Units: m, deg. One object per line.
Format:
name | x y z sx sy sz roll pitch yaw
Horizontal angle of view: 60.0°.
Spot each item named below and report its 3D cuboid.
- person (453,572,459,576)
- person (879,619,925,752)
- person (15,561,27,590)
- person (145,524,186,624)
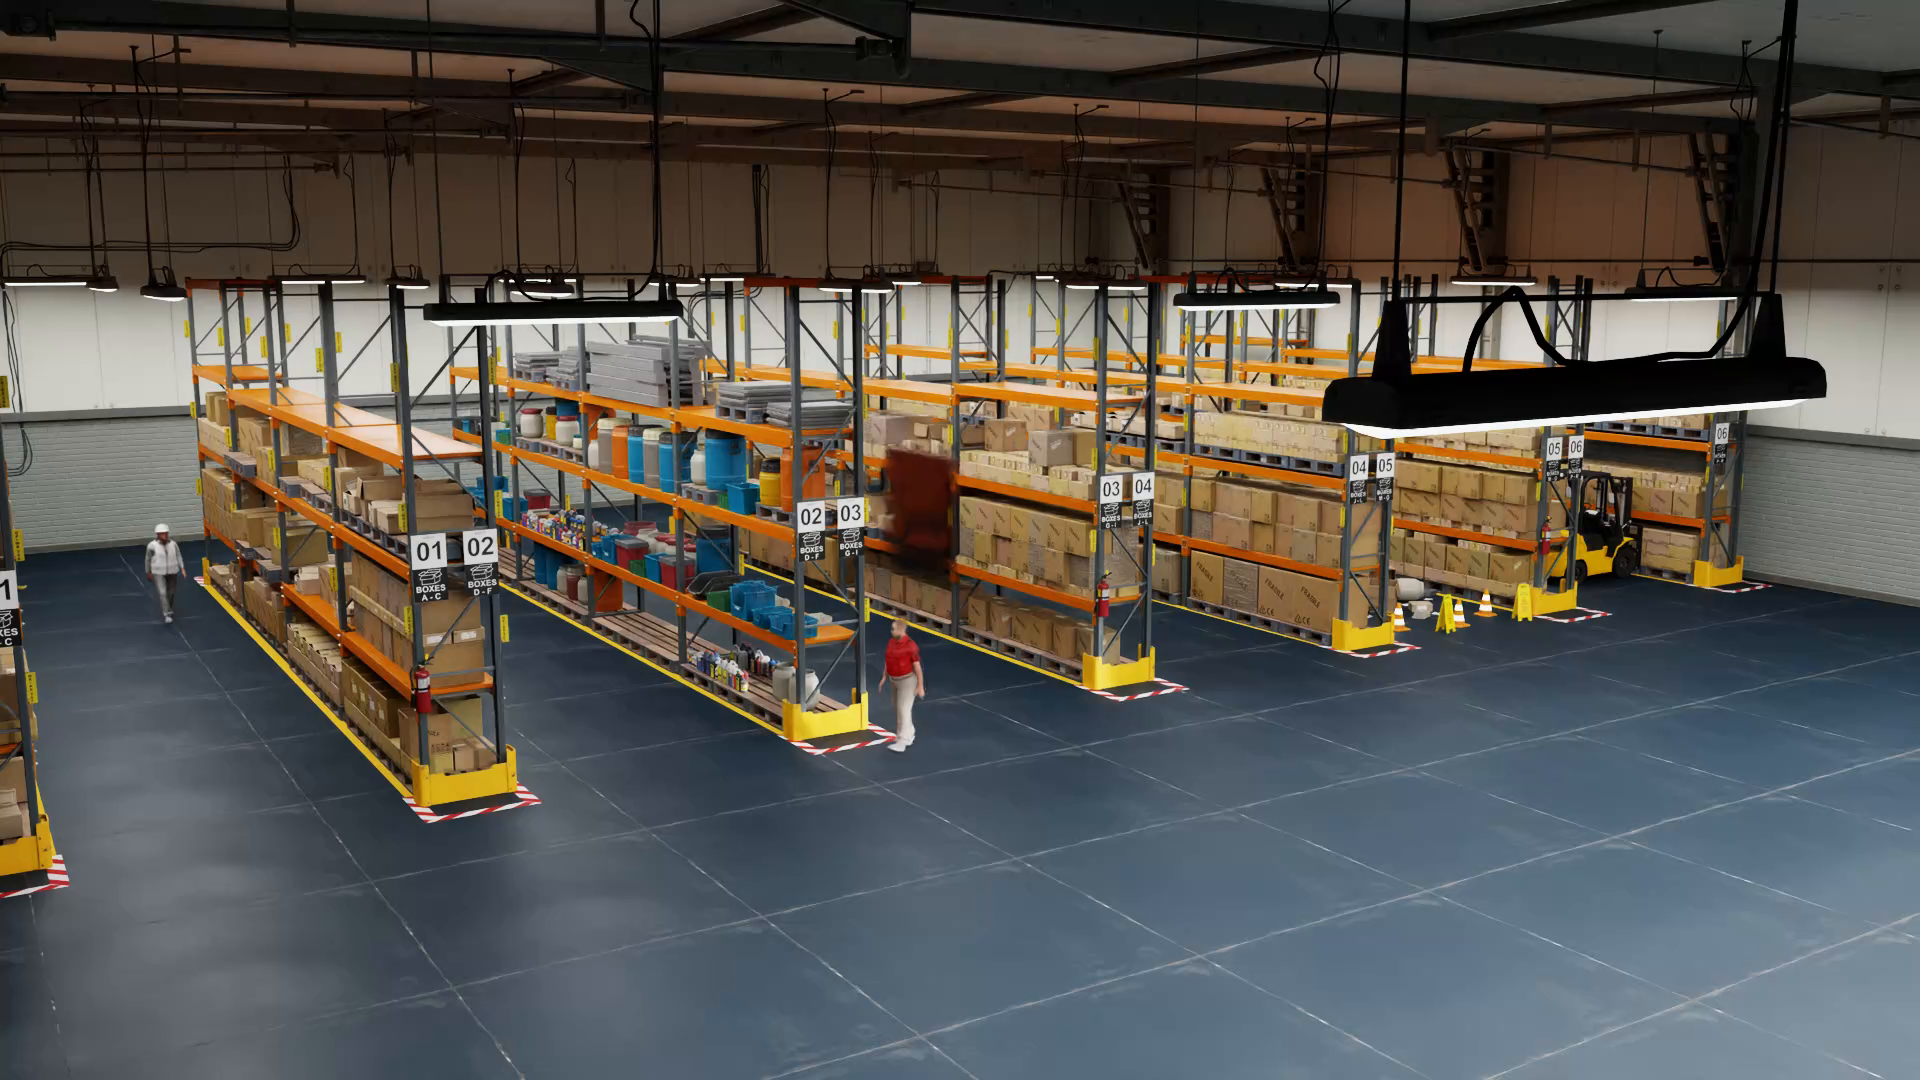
person | -9.555 0.400 30.829 0.448 1.599 0.439 -1 10 -4
person | -0.780 1.892 21.715 0.706 1.732 0.615 -8 13 -40
person | -18.464 0.114 32.003 0.740 1.750 0.552 -7 12 -35
person | -14.049 0.564 29.400 0.615 1.720 1.068 -7 12 -35
